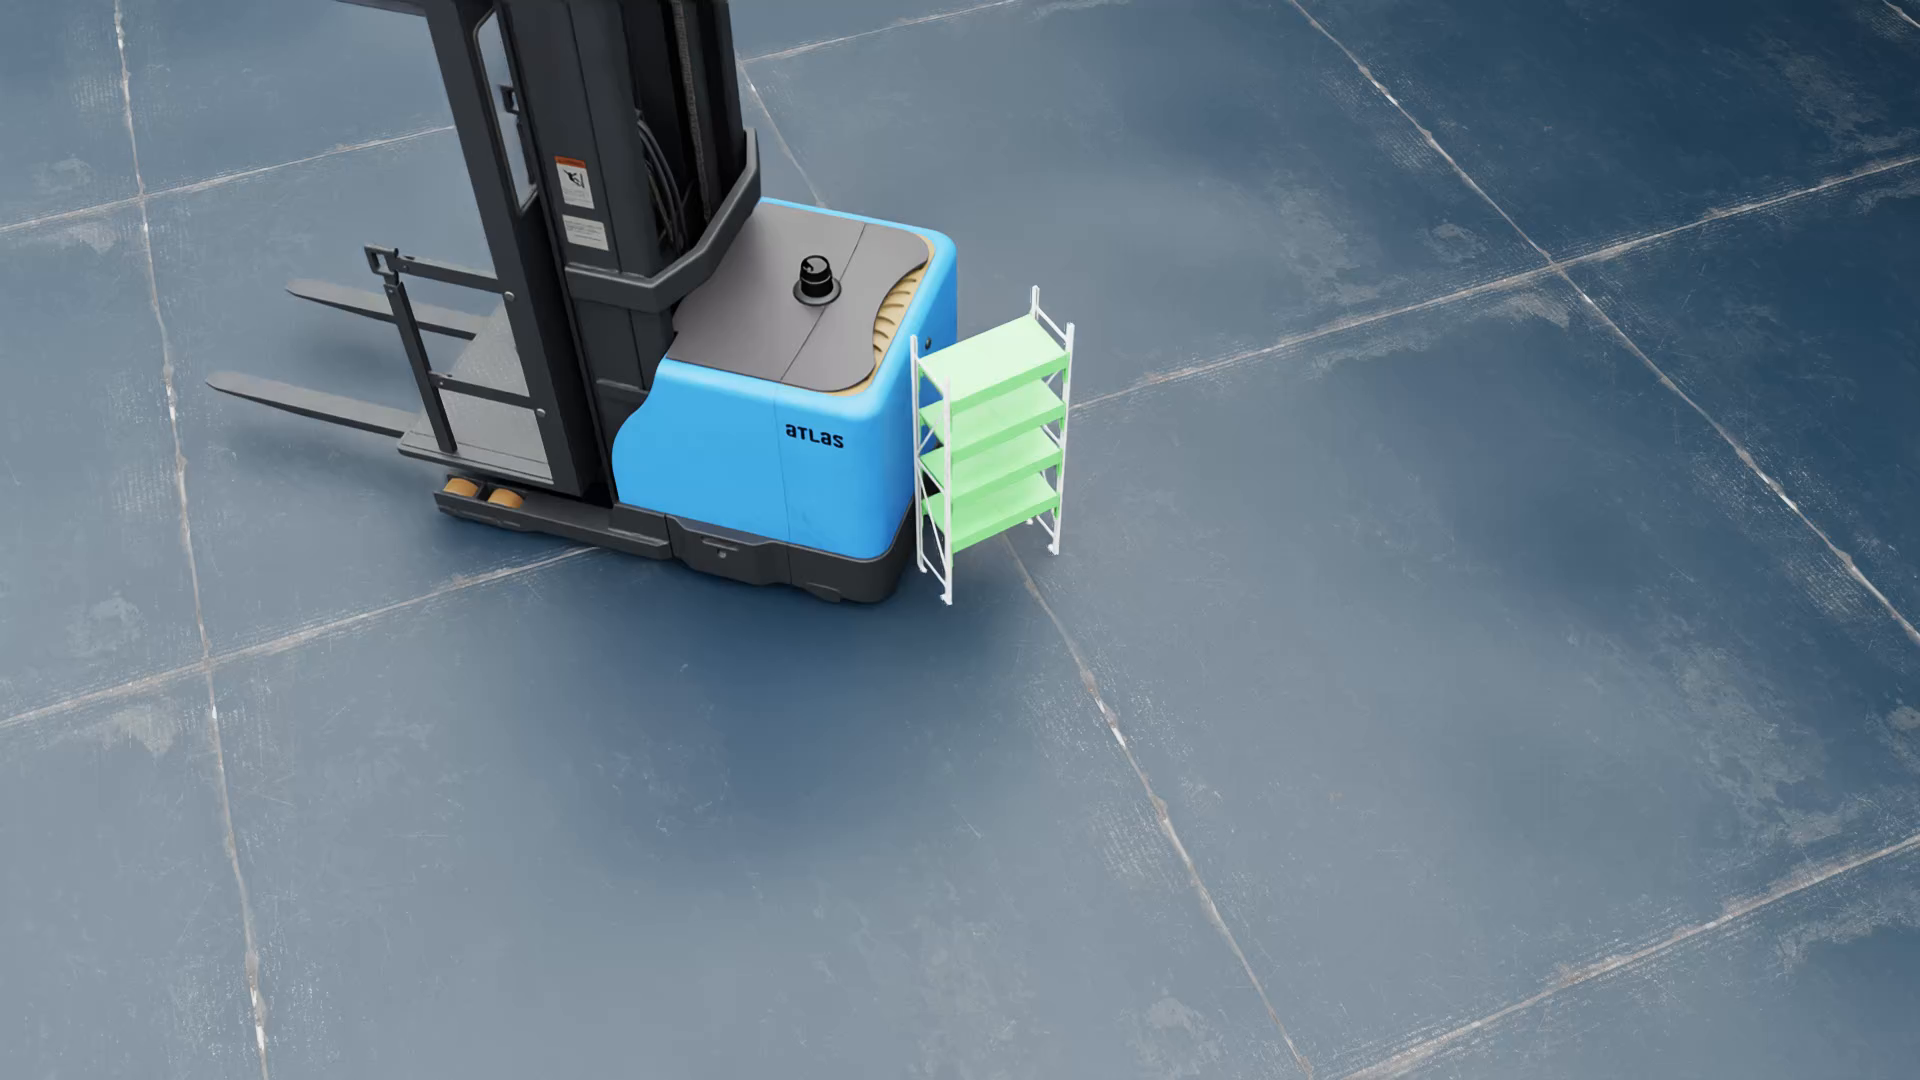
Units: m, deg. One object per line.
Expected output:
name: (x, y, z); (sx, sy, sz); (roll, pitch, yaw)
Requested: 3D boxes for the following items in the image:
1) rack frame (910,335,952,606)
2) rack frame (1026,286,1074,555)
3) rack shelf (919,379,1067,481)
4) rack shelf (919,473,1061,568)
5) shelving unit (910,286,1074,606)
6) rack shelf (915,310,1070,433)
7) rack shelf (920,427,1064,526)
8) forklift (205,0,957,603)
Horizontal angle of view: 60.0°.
rack frame: (-0.099, -0.220, 5.989); (0.015, 1.200, 0.240); (-24, 54, -20)
rack frame: (0.319, -0.410, 6.152); (0.015, 1.200, 0.240); (-24, 54, -20)
rack shelf: (0.110, -0.430, 5.937); (0.480, 0.148, 0.258); (-24, 54, -20)
rack shelf: (0.110, -0.117, 6.301); (0.480, 0.148, 0.258); (-24, 54, -20)
shelving unit: (0.110, -0.315, 6.071); (0.503, 1.200, 0.258); (-24, 54, -20)
rack shelf: (0.110, -0.586, 5.755); (0.480, 0.148, 0.258); (-24, 54, -20)
rack shelf: (0.110, -0.274, 6.119); (0.480, 0.148, 0.258); (-24, 54, -20)
forklift: (-1.573, -1.368, 5.833); (3.031, 2.935, 1.130); (13, 51, 11)
